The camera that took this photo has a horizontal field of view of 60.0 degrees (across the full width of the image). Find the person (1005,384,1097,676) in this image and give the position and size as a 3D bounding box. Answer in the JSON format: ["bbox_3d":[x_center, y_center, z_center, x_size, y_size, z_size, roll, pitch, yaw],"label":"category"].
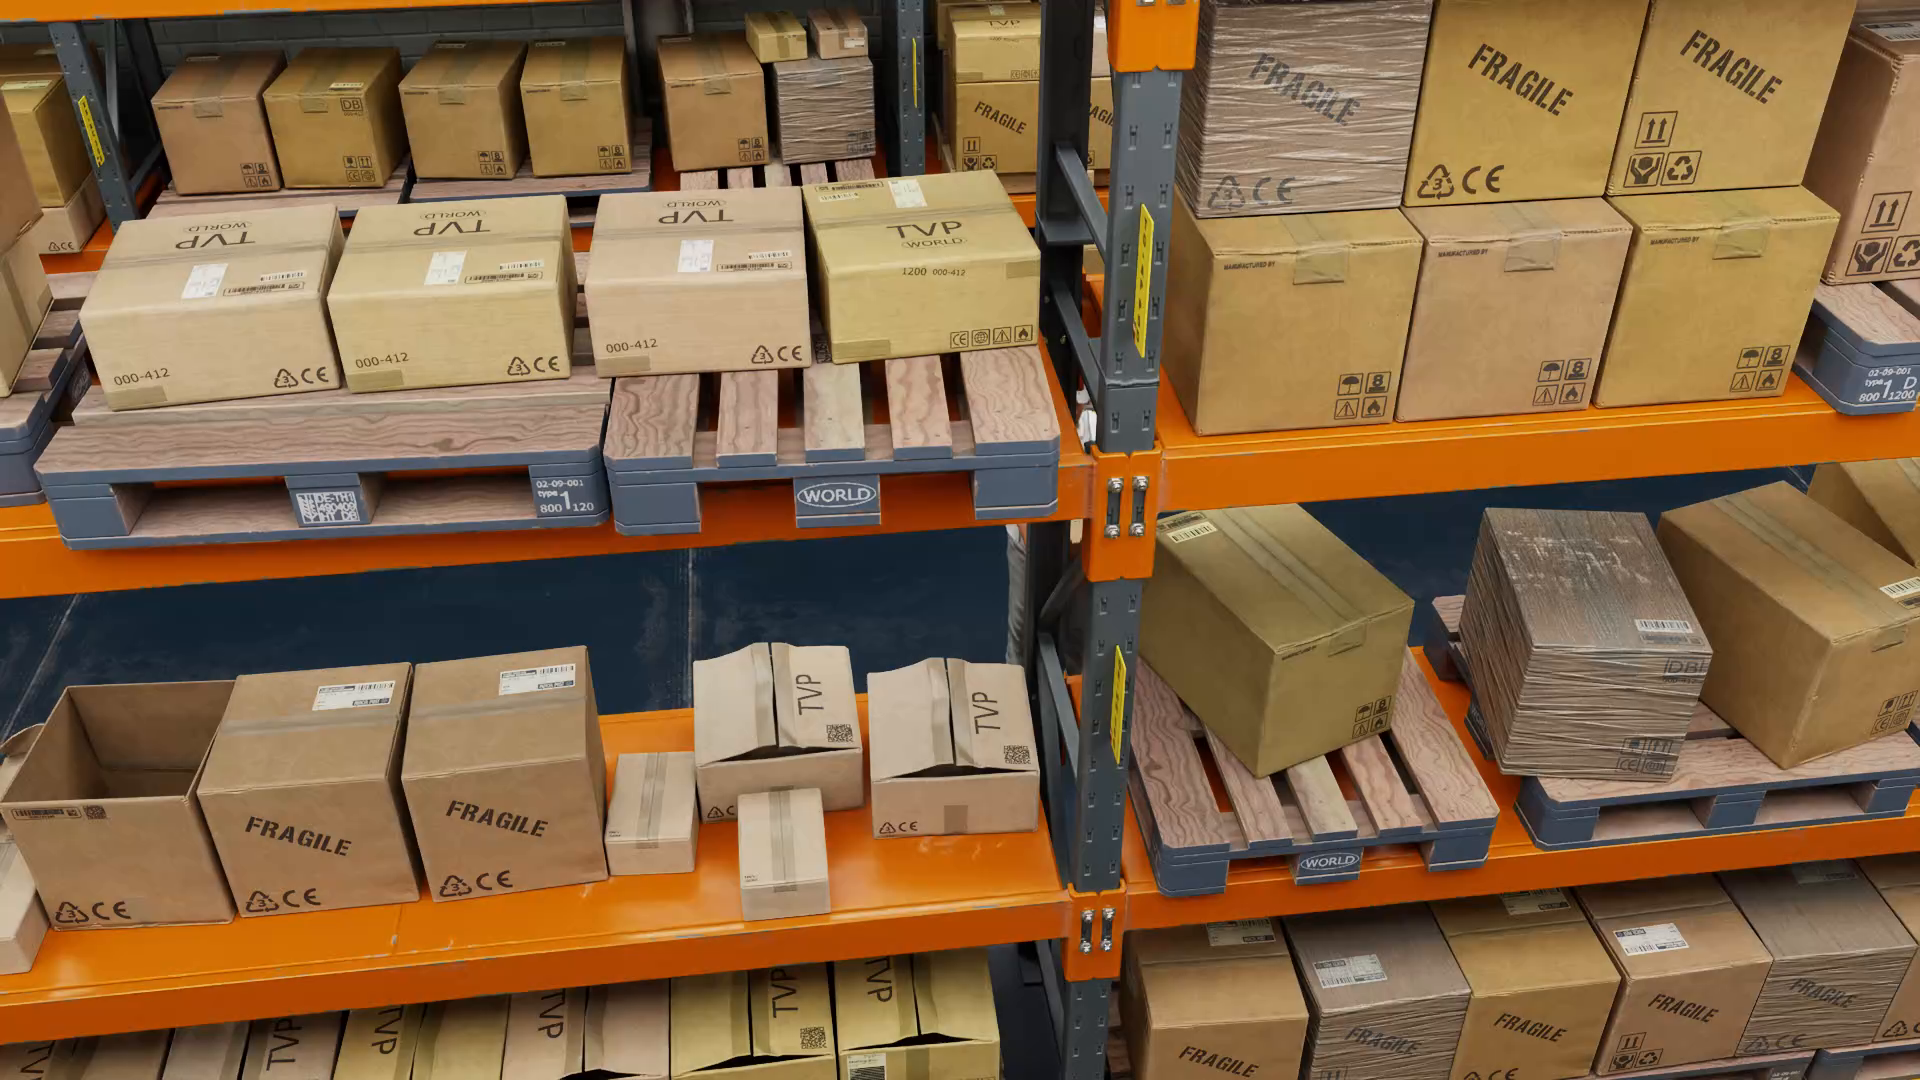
[{"bbox_3d":[0.430,0.026,7.103,0.471,1.664,0.536,-5,35,-7],"label":"person"}]
